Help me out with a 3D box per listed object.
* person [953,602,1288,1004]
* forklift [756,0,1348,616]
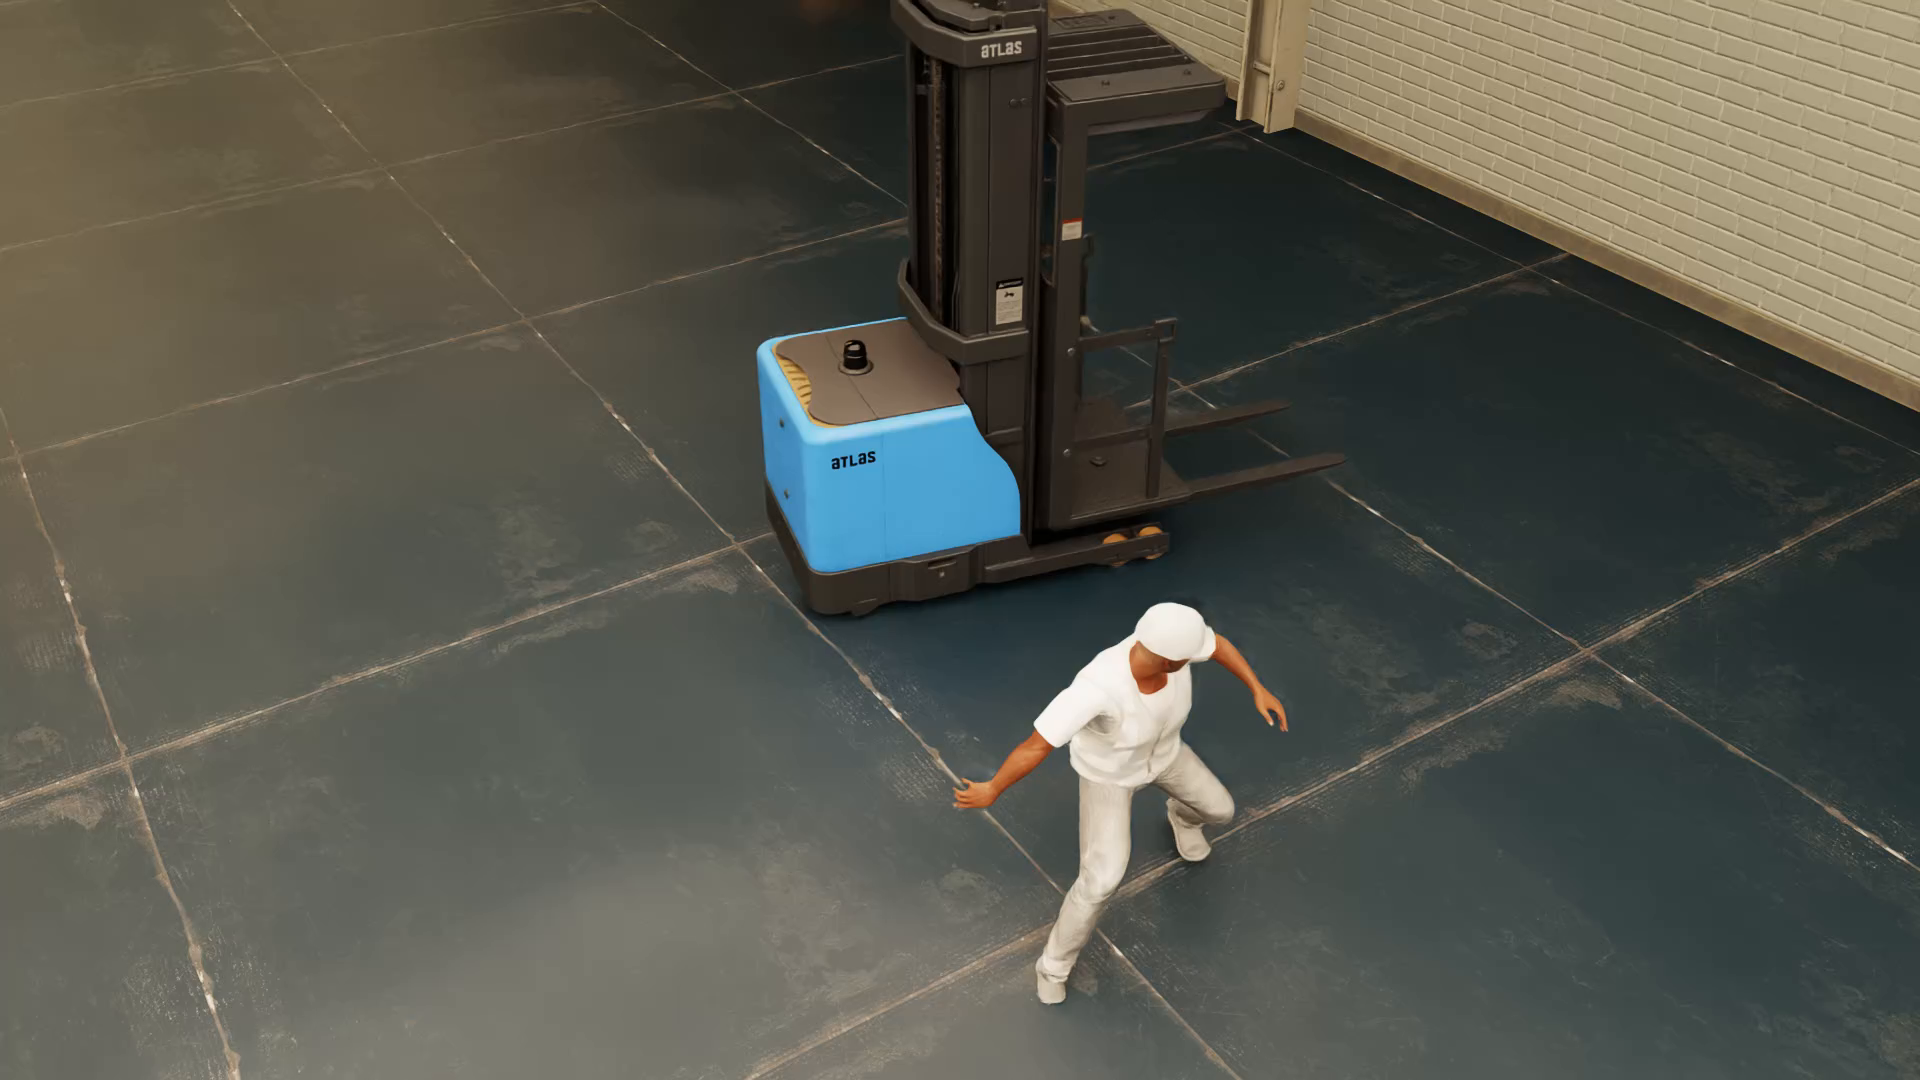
[{"bbox_3d":[0.605,0.885,6.128,1.194,1.707,0.556,-20,40,-26],"label":"person"},{"bbox_3d":[0.550,-1.339,8.053,3.031,2.935,1.130,-12,37,-16],"label":"forklift"}]
